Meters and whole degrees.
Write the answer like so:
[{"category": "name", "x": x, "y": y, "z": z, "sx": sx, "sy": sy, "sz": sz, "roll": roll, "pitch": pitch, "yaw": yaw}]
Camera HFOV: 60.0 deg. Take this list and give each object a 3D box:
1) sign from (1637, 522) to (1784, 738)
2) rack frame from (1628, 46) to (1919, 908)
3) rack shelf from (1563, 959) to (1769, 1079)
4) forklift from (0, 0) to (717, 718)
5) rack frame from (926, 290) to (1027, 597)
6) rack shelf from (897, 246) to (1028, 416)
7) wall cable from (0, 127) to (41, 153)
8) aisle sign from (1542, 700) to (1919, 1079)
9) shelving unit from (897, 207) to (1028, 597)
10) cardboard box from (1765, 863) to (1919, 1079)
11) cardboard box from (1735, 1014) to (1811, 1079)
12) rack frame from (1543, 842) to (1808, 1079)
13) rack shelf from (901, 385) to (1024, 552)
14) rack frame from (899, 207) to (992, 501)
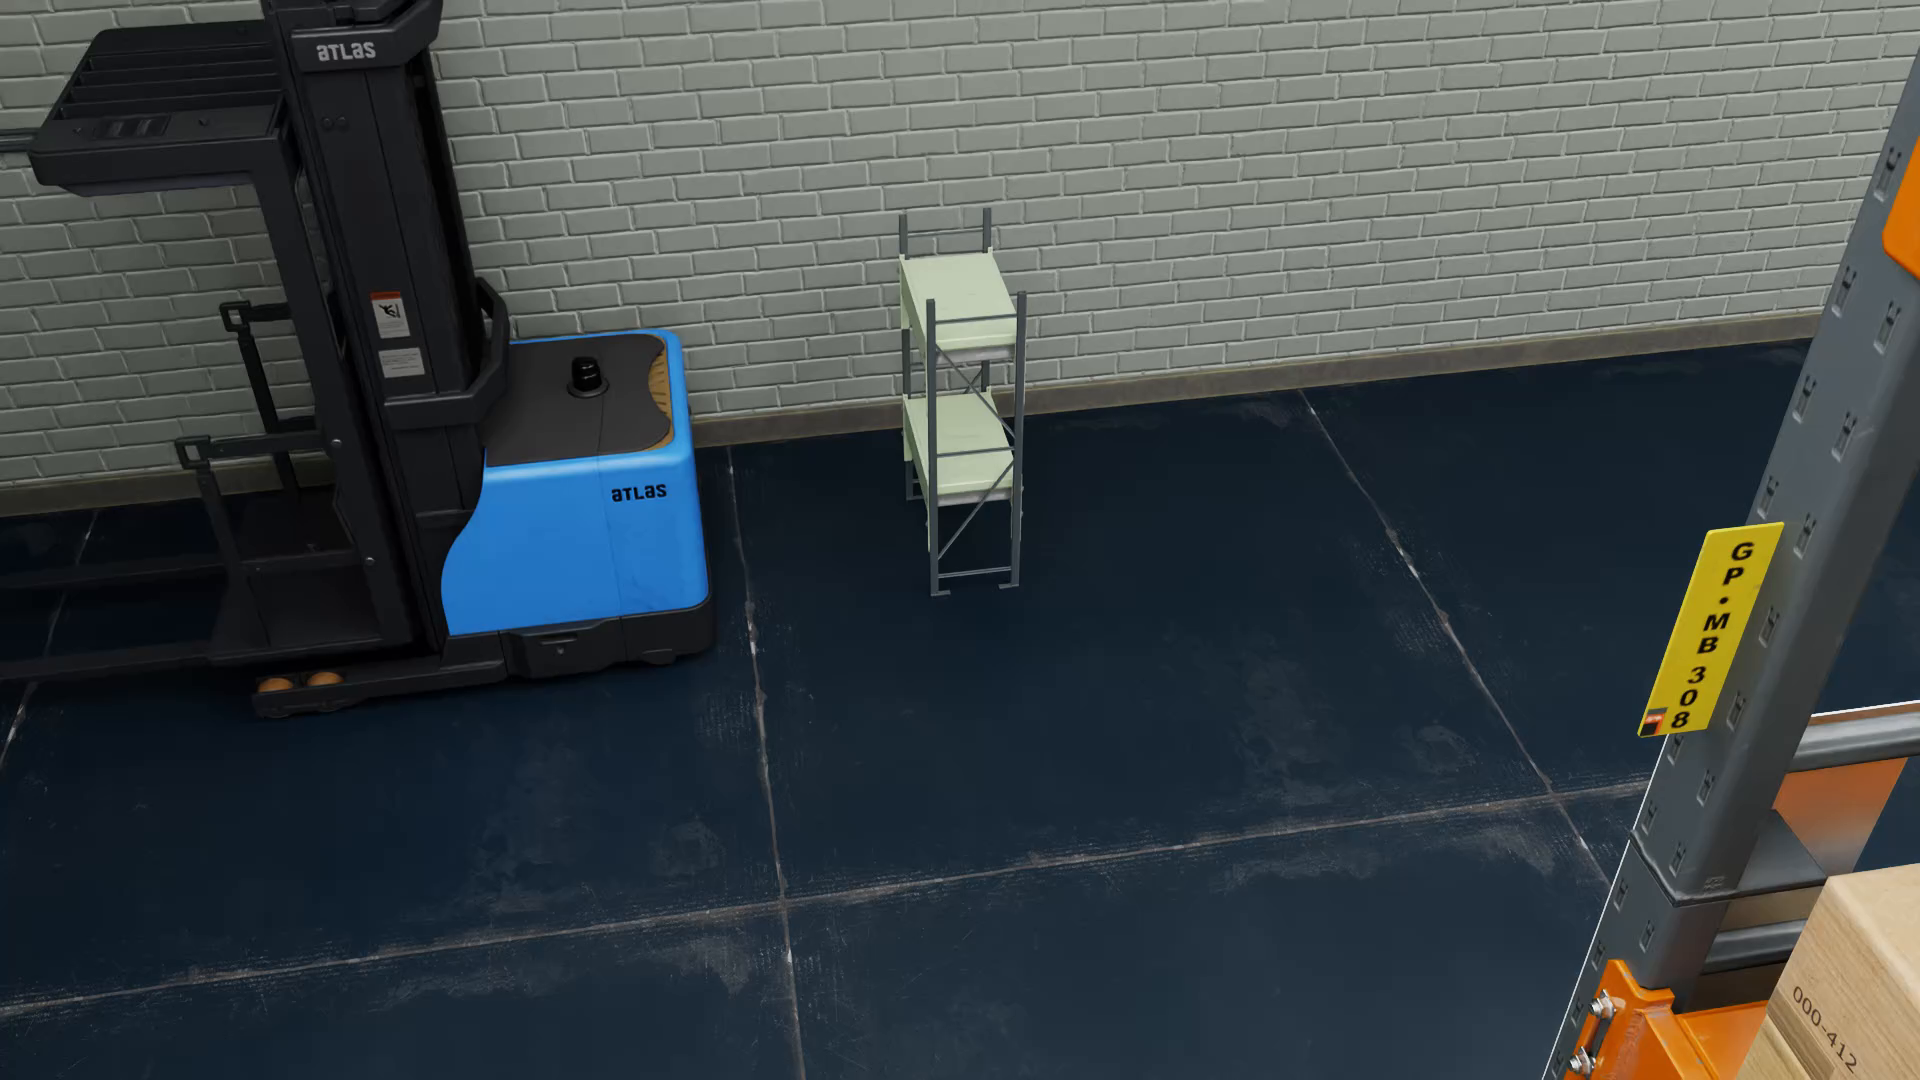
[{"category": "sign", "x": 0.902, "y": 0.114, "z": 2.001, "sx": 0.100, "sy": 0.325, "sz": 0.005, "roll": -6, "pitch": 38, "yaw": -8}, {"category": "rack frame", "x": 1.437, "y": -0.784, "z": 1.424, "sx": 1.000, "sy": 3.000, "sz": 0.127, "roll": -6, "pitch": 38, "yaw": -8}, {"category": "rack shelf", "x": 1.787, "y": 1.893, "z": 1.010, "sx": 1.077, "sy": 0.370, "sz": 4.000, "roll": -6, "pitch": 38, "yaw": -8}, {"category": "forklift", "x": -2.606, "y": -0.781, "z": 6.367, "sx": 3.031, "sy": 2.935, "sz": 1.130, "roll": -6, "pitch": 38, "yaw": -8}, {"category": "rack frame", "x": 0.065, "y": -0.367, "z": 7.000, "sx": 0.400, "sy": 1.500, "sz": 0.023, "roll": -6, "pitch": 38, "yaw": -8}, {"category": "rack shelf", "x": 0.001, "y": -0.896, "z": 7.045, "sx": 0.431, "sy": 0.370, "sz": 0.720, "roll": -6, "pitch": 38, "yaw": -8}, {"category": "wall cable", "x": -4.079, "y": -2.477, "z": 6.135, "sx": 3.097, "sy": 2.526, "sz": 0.112, "roll": -6, "pitch": 38, "yaw": -8}, {"category": "aisle sign", "x": 1.136, "y": 0.549, "z": 2.480, "sx": 0.394, "sy": 0.787, "sz": 0.004, "roll": -6, "pitch": 38, "yaw": -8}, {"category": "shelving unit", "x": 0.001, "y": -0.588, "z": 7.285, "sx": 0.431, "sy": 1.500, "sz": 0.755, "roll": -6, "pitch": 38, "yaw": -8}, {"category": "cardboard box", "x": 1.270, "y": 0.601, "z": 1.802, "sx": 0.500, "sy": 0.250, "sz": 0.500, "roll": -6, "pitch": 38, "yaw": -8}, {"category": "cardboard box", "x": 1.276, "y": 0.797, "z": 1.956, "sx": 0.500, "sy": 0.250, "sz": 0.500, "roll": -6, "pitch": 38, "yaw": -8}, {"category": "rack frame", "x": 1.437, "y": 1.585, "z": 3.265, "sx": 1.000, "sy": 3.000, "sz": 0.127, "roll": -6, "pitch": 38, "yaw": -8}, {"category": "rack shelf", "x": 0.001, "y": -0.331, "z": 7.485, "sx": 0.431, "sy": 0.370, "sz": 0.720, "roll": -6, "pitch": 38, "yaw": -8}, {"category": "rack frame", "x": -0.063, "y": -0.809, "z": 7.569, "sx": 0.400, "sy": 1.500, "sz": 0.023, "roll": -6, "pitch": 38, "yaw": -8}]
